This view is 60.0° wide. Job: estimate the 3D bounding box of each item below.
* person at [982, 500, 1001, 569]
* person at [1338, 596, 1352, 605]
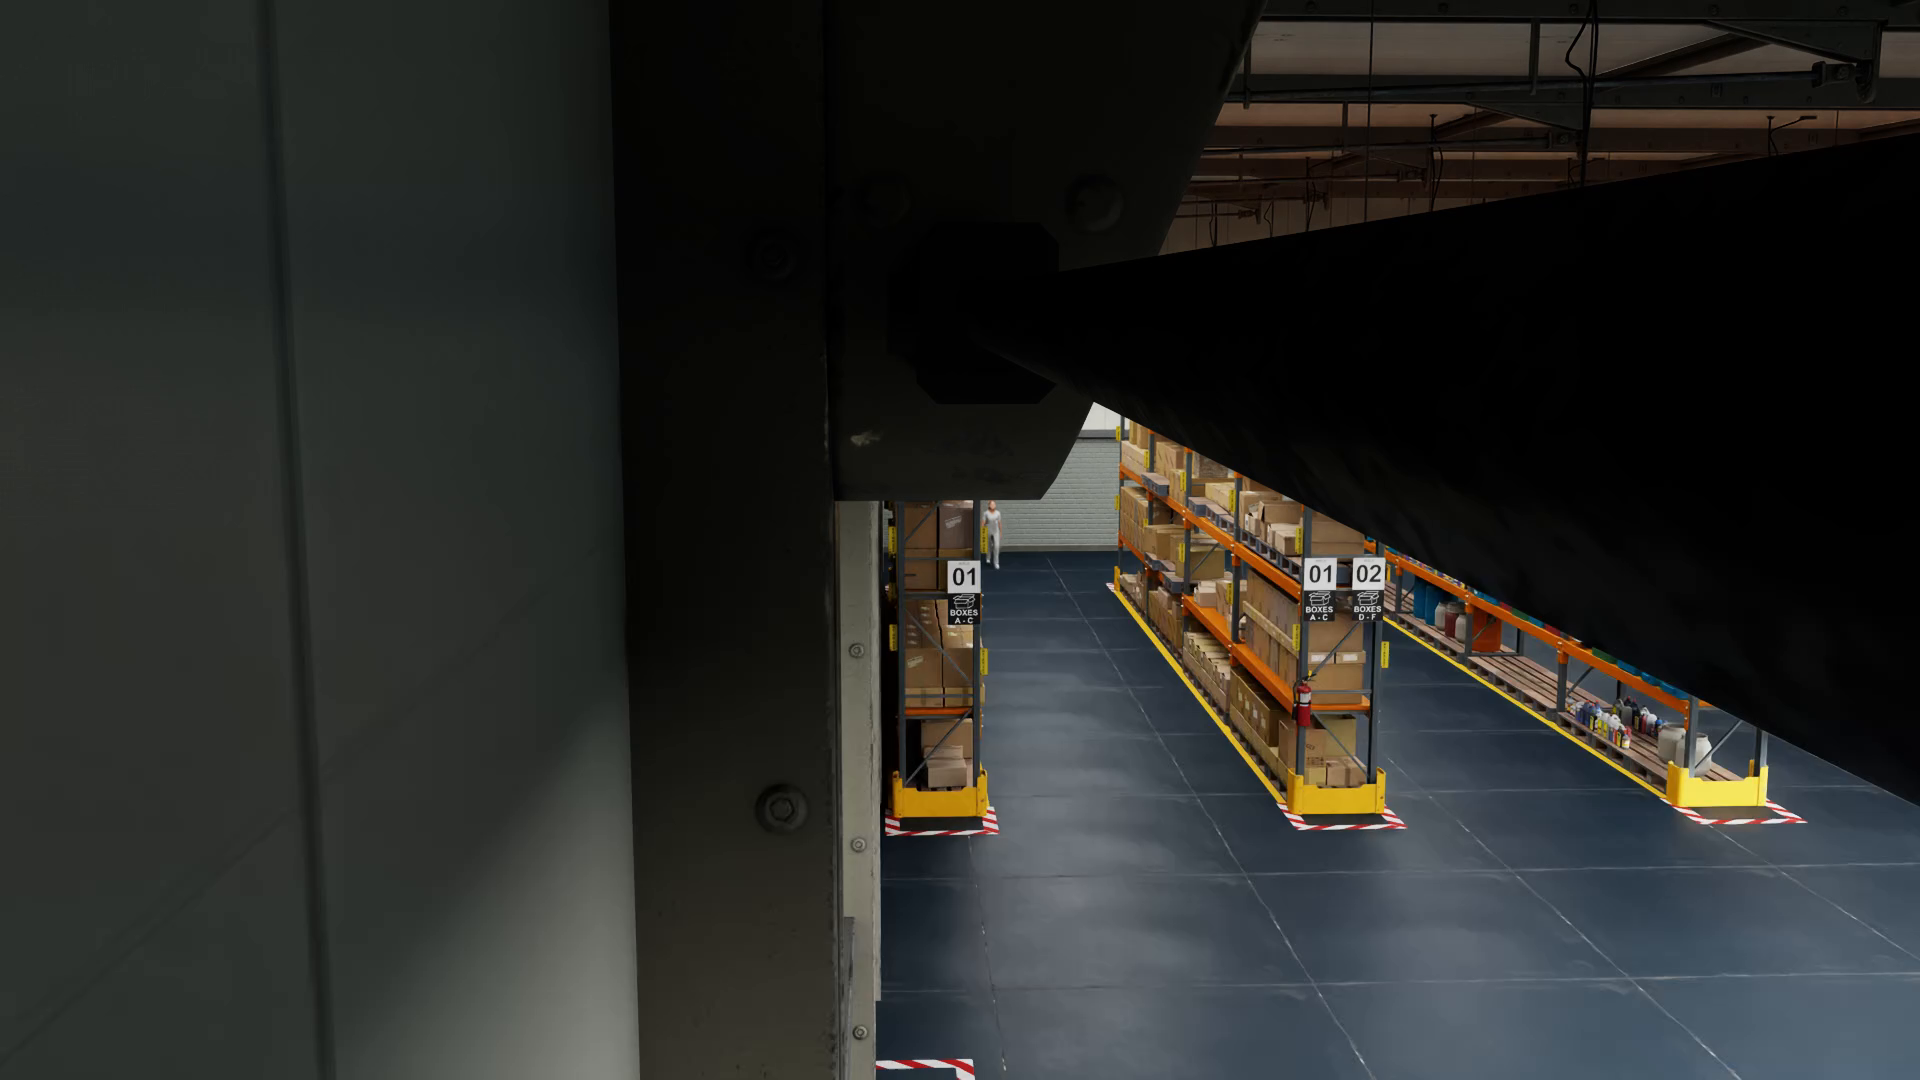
[{"bbox_3d":[0.759,-0.156,39.474,0.489,1.612,1.082,-1,8,-5],"label":"person"},{"bbox_3d":[7.549,0.828,32.388,0.567,1.674,0.998,2,8,14],"label":"person"}]
